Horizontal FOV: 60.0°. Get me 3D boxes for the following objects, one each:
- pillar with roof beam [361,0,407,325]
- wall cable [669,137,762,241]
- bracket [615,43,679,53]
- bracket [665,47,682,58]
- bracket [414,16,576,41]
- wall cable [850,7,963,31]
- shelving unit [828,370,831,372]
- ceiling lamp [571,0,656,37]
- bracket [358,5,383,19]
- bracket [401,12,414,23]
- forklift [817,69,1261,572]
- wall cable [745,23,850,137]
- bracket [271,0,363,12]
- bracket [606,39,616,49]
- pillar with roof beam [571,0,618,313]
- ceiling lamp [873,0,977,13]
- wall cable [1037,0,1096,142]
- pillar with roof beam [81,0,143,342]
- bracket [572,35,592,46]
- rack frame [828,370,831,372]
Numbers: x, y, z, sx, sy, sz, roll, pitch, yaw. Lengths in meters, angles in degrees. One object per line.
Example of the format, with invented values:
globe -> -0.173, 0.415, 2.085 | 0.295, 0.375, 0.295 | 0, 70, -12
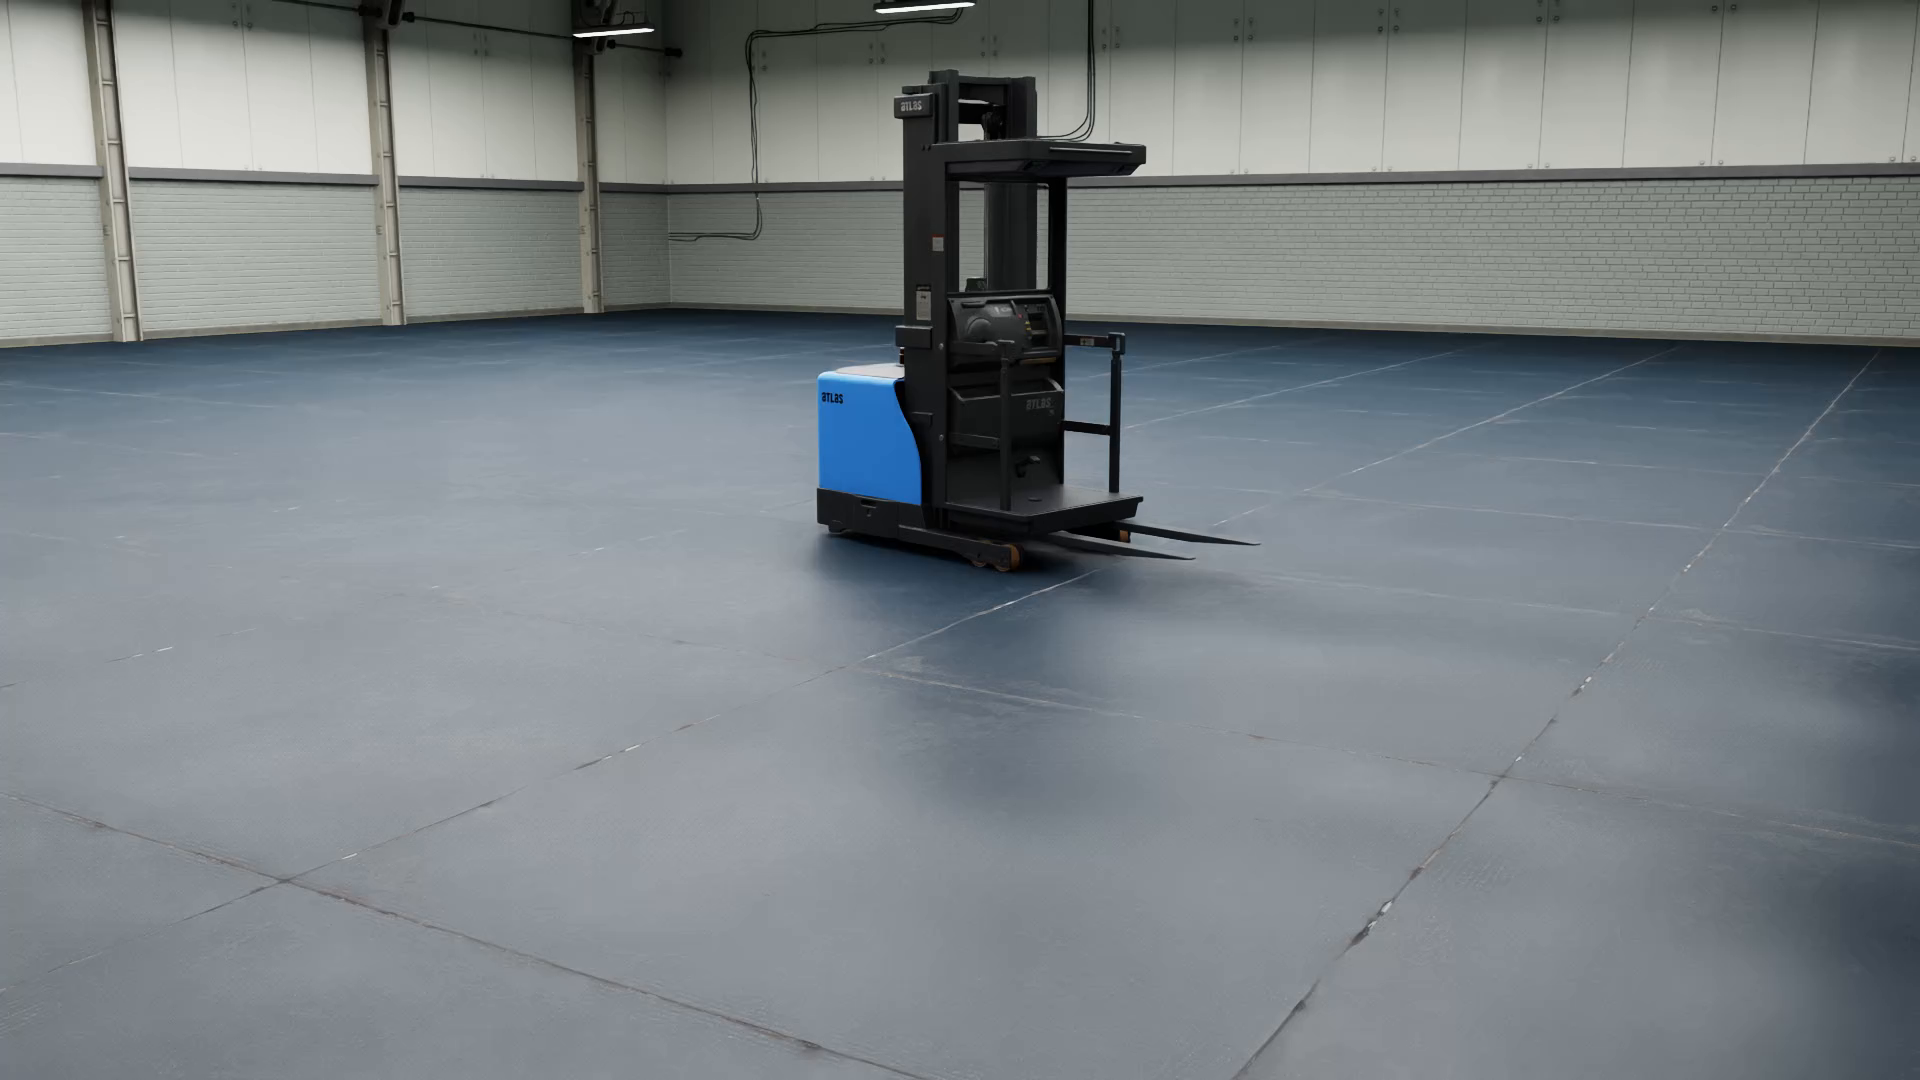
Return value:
pillar with roof beam -> -8.306, -8.573, 32.207 | 9.100, 9.000, 0.548 | 6, 12, 31
wall cable -> -6.211, -8.739, 41.530 | 3.097, 2.526, 0.112 | 6, 12, 31
bracket -> -7.428, -12.008, 40.775 | 0.076, 0.066, 3.189 | 6, 12, 31
bracket -> -7.121, -12.101, 41.271 | 0.235, 0.232, 0.430 | 6, 12, 31
bracket -> -10.120, -11.193, 36.419 | 0.076, 0.066, 4.783 | 6, 12, 31
wall cable -> -1.254, -12.903, 37.687 | 3.097, 2.526, 0.112 | 6, 12, 31
shelving unit -> -0.740, -0.645, 11.458 | 0.215, 1.050, 0.252 | 10, 15, 44
ceiling lamp -> -6.818, -11.736, 33.237 | 2.000, 3.185, 0.800 | 6, 12, 31
bracket -> -11.898, -10.654, 33.543 | 0.235, 0.232, 0.430 | 6, 12, 31
bracket -> -11.467, -10.785, 34.240 | 0.235, 0.232, 0.430 | 6, 12, 31
forklift -> 0.435, -1.359, 10.162 | 1.130, 2.935, 3.031 | -10, 15, -43
wall cable -> -3.899, -10.963, 39.685 | 3.097, 2.526, 0.112 | 6, 12, 31
bracket -> -13.235, -10.249, 31.378 | 0.076, 0.066, 4.783 | 6, 12, 31
bracket -> -8.352, -11.728, 39.281 | 0.235, 0.232, 0.430 | 6, 12, 31
pillar with roof beam -> -5.191, -9.517, 37.247 | 9.100, 9.000, 0.548 | 6, 12, 31
ceiling lamp -> -0.502, -11.030, 29.466 | 2.000, 3.185, 0.800 | 6, 12, 31
wall cable -> 1.895, -11.027, 36.073 | 2.305, 6.003, 0.169 | 6, 12, 31
pillar with roof beam -> -11.421, -7.629, 27.167 | 9.100, 9.000, 0.400 | 6, 12, 31
bracket -> -8.783, -11.598, 38.583 | 0.235, 0.232, 0.430 | 6, 12, 31
rack frame -> -0.826, -0.629, 11.373 | 0.200, 1.050, 0.008 | 10, 15, 44
